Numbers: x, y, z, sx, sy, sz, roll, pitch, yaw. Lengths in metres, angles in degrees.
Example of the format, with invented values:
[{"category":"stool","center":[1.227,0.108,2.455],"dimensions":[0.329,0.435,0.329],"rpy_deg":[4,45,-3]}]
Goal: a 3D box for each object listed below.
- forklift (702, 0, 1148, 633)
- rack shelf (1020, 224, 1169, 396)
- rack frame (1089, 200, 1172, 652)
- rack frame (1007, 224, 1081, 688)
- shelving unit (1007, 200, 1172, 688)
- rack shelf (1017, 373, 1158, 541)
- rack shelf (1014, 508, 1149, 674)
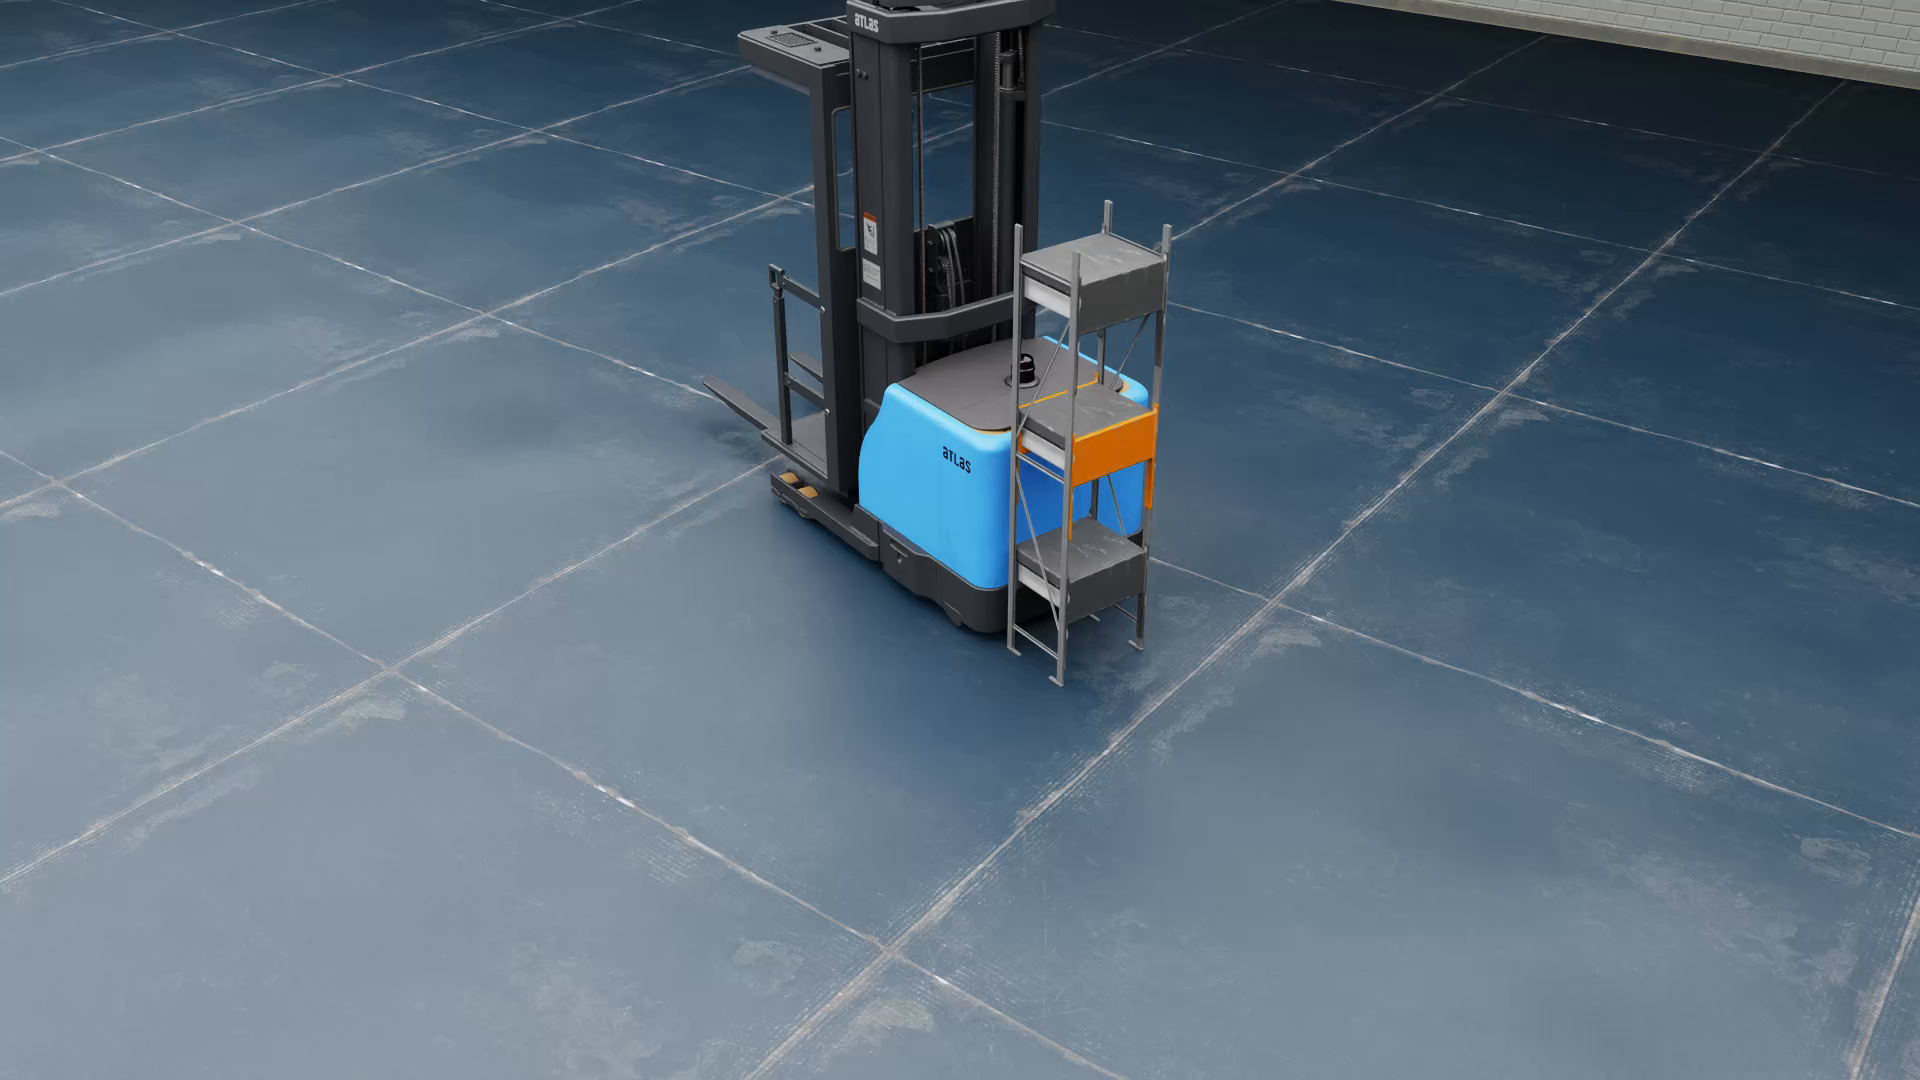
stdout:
[{"category":"forklift","center":[-0.372,-1.515,8.432],"dimensions":[1.130,2.935,3.031],"rpy_deg":[-21,36,-31]},{"category":"rack shelf","center":[0.545,-0.975,6.990],"dimensions":[0.480,0.518,0.431],"rpy_deg":[-21,36,-31]},{"category":"rack frame","center":[0.740,-0.459,7.465],"dimensions":[0.015,2.100,0.400],"rpy_deg":[-21,36,-31]},{"category":"rack frame","center":[0.350,-0.310,7.214],"dimensions":[0.015,2.100,0.400],"rpy_deg":[-21,36,-31]},{"category":"shelving unit","center":[0.545,-0.385,7.340],"dimensions":[0.503,2.100,0.431],"rpy_deg":[-21,36,-31]},{"category":"rack shelf","center":[0.545,-0.373,7.347],"dimensions":[0.480,0.518,0.431],"rpy_deg":[-21,36,-31]},{"category":"rack shelf","center":[0.545,0.229,7.704],"dimensions":[0.480,0.518,0.431],"rpy_deg":[-21,36,-31]}]
